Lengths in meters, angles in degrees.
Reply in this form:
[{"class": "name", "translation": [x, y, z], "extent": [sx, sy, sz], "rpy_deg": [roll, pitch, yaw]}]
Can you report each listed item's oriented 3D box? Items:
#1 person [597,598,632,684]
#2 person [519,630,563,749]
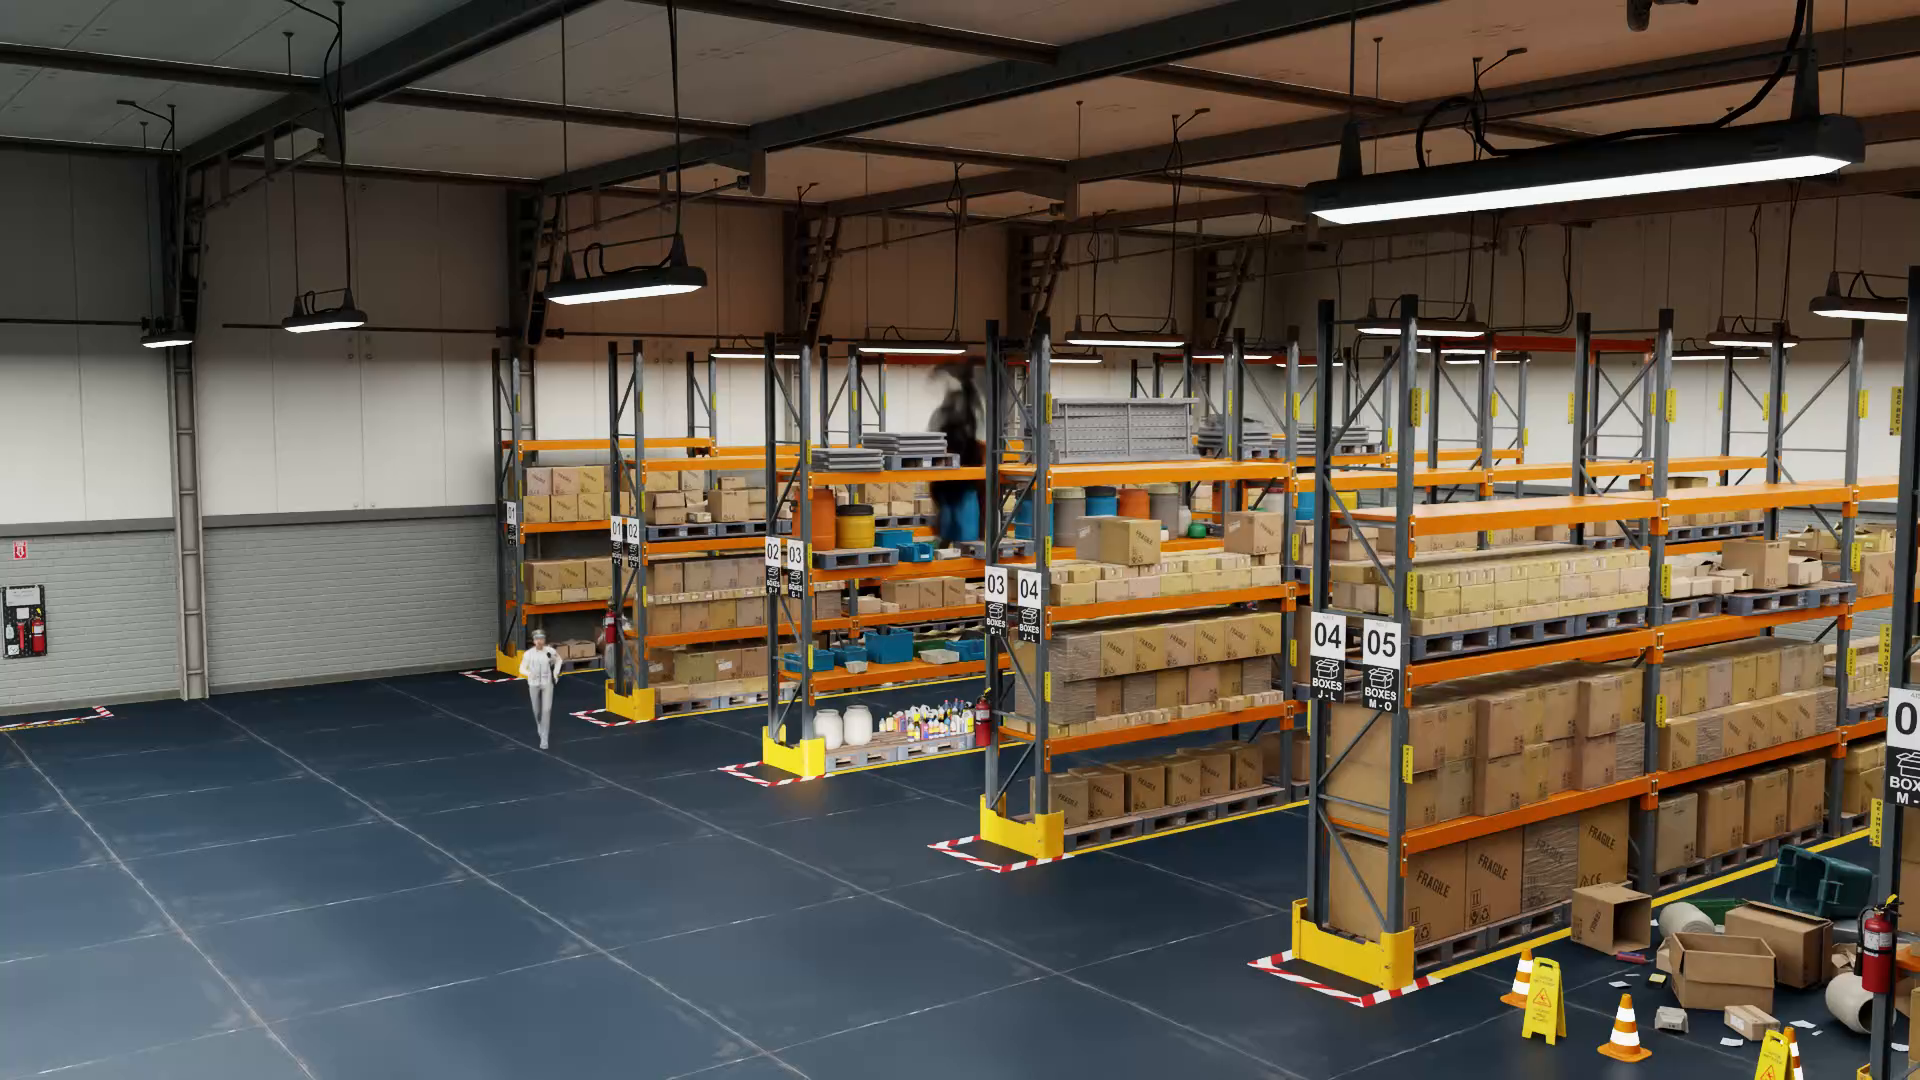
[{"class": "person", "translation": [-5.998, 1.821, 28.895], "extent": [0.631, 1.647, 0.569], "rpy_deg": [4, 7, 40]}, {"class": "person", "translation": [-6.182, 2.159, 24.545], "extent": [0.613, 1.711, 0.924], "rpy_deg": [-1, 5, -11]}]
